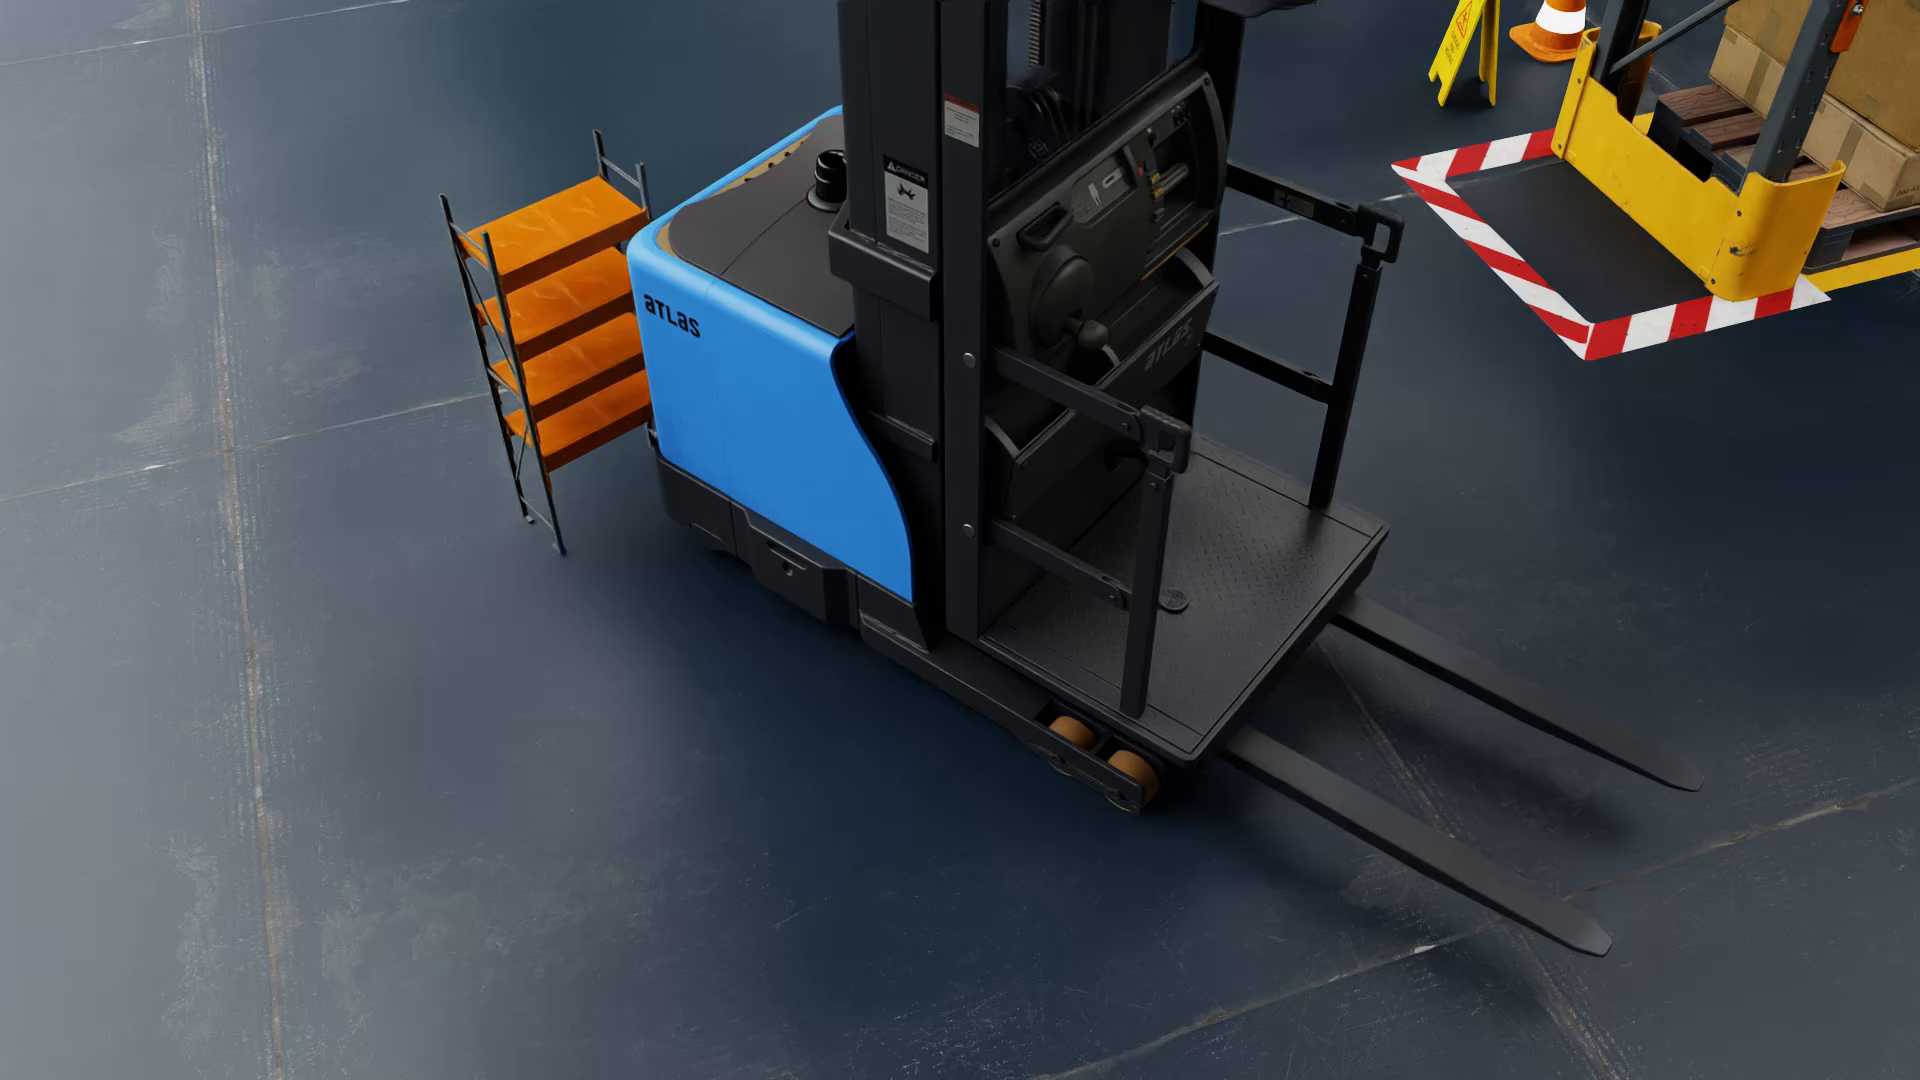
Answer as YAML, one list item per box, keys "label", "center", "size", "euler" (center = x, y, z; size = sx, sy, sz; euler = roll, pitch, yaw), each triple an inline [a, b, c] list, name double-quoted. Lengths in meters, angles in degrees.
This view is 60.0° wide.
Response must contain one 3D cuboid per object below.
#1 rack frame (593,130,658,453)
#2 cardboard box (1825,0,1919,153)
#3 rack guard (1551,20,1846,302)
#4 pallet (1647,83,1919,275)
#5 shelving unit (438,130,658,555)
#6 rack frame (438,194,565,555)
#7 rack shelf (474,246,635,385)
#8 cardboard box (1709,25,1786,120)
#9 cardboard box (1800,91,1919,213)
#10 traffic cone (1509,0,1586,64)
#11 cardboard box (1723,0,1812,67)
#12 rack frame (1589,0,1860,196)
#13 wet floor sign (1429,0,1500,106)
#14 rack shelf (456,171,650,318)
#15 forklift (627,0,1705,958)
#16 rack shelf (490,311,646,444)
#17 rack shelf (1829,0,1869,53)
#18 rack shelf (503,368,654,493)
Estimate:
- label: "rack frame"
  center: [-0.956, -0.674, 5.075]
  size: [0.015, 1.200, 0.240]
  euler: [-32, 53, -28]
- label: "cardboard box"
  center: [3.583, -1.793, 6.035]
  size: [0.500, 0.500, 0.500]
  euler: [-16, 47, -15]
- label: "rack guard"
  center: [2.780, -1.471, 6.363]
  size: [0.348, 0.500, 1.175]
  euler: [-14, 47, -14]
- label: "pallet"
  center: [3.556, -1.541, 6.637]
  size: [1.213, 0.211, 1.003]
  euler: [-14, 47, -14]
- label: "shelving unit"
  center: [-1.139, -0.559, 4.960]
  size: [0.503, 1.200, 0.258]
  euler: [-32, 53, -28]
- label: "rack frame"
  center: [-1.322, -0.445, 4.846]
  size: [0.015, 1.200, 0.240]
  euler: [-32, 53, -28]
- label: "rack shelf"
  center: [-1.139, -0.670, 4.850]
  size: [0.480, 0.148, 0.258]
  euler: [-32, 53, -28]
- label: "cardboard box"
  center: [3.400, -1.892, 6.663]
  size: [0.500, 0.250, 0.500]
  euler: [-15, 47, -14]
- label: "cardboard box"
  center: [3.561, -1.522, 6.294]
  size: [0.500, 0.250, 0.500]
  euler: [-15, 47, -14]
- label: "traffic cone"
  center: [2.675, -2.402, 7.318]
  size: [0.334, 0.463, 0.336]
  euler: [-14, 47, -14]
- label: "cardboard box"
  center: [3.373, -2.144, 6.384]
  size: [0.500, 0.500, 0.500]
  euler: [-14, 47, -14]
- label: "rack frame"
  center: [2.708, -2.335, 5.460]
  size: [0.127, 3.000, 1.000]
  euler: [-14, 47, -14]
- label: "wet floor sign"
  center: [2.166, -2.171, 6.958]
  size: [0.232, 0.644, 0.267]
  euler: [0, 45, 0]
- label: "rack shelf"
  center: [-1.139, -0.837, 4.682]
  size: [0.480, 0.148, 0.258]
  euler: [-32, 53, -28]
- label: "forklift"
  center: [0.538, -0.730, 3.908]
  size: [3.031, 2.935, 1.130]
  euler: [29, 52, 26]
- label: "rack shelf"
  center: [-1.139, -0.512, 5.008]
  size: [0.480, 0.148, 0.258]
  euler: [-32, 53, -28]
- label: "rack shelf"
  center: [4.589, -2.562, 6.194]
  size: [4.000, 0.370, 1.077]
  euler: [-14, 47, -14]
- label: "rack shelf"
  center: [-1.139, -0.372, 5.149]
  size: [0.480, 0.148, 0.258]
  euler: [-32, 53, -28]
